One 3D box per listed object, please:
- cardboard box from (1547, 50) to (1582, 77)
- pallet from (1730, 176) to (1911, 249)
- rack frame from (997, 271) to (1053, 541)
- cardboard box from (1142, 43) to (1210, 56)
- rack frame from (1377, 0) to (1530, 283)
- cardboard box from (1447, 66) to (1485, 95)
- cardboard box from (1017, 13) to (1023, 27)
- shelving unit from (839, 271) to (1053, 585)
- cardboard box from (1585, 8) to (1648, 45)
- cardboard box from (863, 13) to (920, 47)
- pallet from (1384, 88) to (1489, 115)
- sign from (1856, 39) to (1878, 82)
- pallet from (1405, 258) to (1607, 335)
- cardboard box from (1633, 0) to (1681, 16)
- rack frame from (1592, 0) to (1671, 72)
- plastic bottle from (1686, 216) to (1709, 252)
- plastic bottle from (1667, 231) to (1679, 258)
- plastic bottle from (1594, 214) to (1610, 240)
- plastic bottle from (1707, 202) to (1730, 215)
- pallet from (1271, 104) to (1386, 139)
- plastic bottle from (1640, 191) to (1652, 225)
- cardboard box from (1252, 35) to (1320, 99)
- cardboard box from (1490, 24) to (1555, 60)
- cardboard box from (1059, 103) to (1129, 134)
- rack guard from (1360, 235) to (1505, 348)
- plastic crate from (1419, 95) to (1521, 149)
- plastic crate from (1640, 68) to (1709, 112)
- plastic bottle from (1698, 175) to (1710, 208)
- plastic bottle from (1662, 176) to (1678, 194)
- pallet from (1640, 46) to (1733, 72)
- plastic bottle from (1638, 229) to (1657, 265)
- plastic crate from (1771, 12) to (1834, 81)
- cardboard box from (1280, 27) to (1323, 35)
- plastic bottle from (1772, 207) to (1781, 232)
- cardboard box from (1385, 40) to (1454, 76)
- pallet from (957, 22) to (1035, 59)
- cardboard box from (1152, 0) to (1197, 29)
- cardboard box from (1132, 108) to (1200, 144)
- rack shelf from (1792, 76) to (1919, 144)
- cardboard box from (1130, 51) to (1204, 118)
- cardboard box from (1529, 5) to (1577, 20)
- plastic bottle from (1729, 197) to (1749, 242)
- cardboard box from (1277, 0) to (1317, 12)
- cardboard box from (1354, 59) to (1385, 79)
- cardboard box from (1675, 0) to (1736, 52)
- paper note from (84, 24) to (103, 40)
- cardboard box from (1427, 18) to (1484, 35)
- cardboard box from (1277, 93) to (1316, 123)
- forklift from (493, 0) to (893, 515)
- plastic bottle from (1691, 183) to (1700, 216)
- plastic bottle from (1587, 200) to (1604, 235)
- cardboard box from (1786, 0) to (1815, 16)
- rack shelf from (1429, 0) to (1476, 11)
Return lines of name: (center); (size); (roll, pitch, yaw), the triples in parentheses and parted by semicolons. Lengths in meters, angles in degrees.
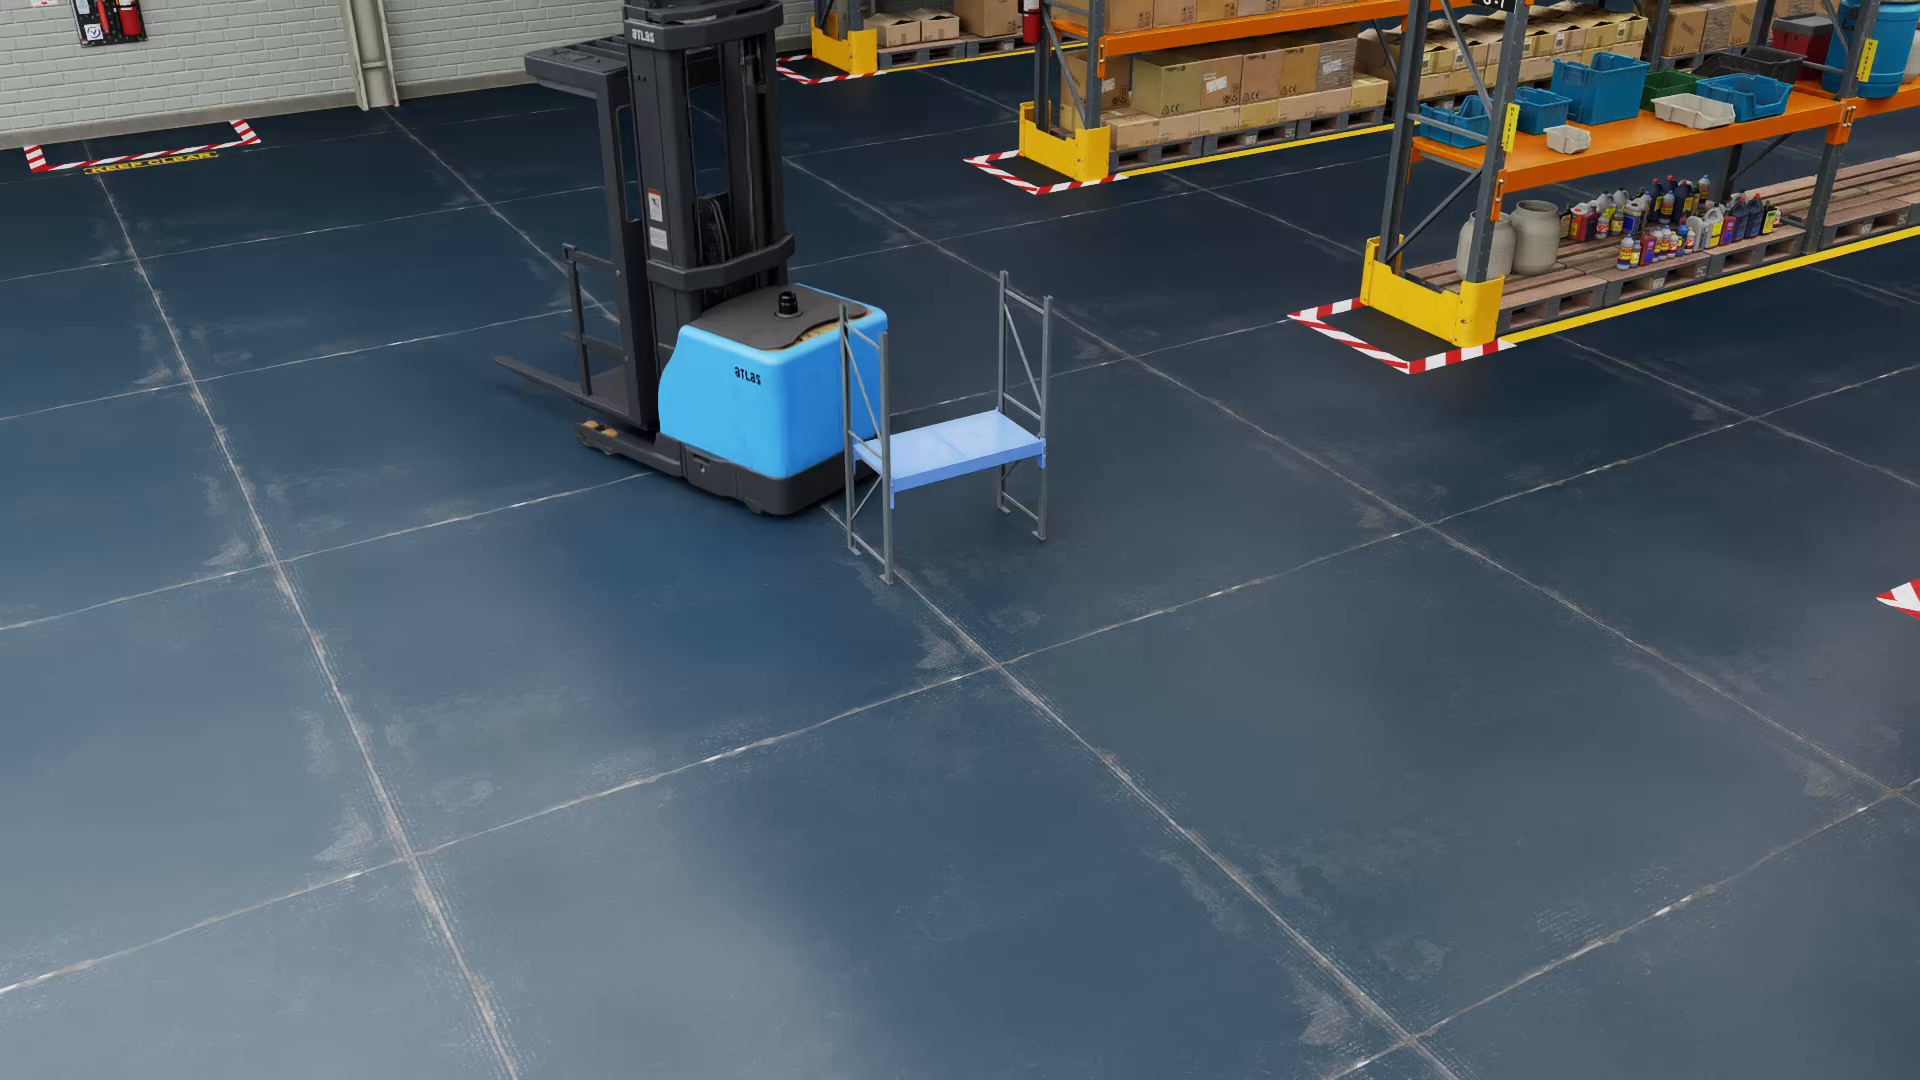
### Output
cardboard box: (6.728, -5.494, 19.013); (0.500, 0.250, 0.500); (-15, 32, -25)
pallet: (7.651, -2.938, 14.856); (1.213, 0.211, 1.003); (-16, 33, -26)
rack frame: (0.365, -0.760, 9.575); (0.032, 1.500, 0.500); (-16, 33, -26)
cardboard box: (2.205, -4.850, 17.070); (0.500, 0.500, 0.500); (-16, 33, -26)
rack frame: (3.545, -2.972, 12.030); (0.127, 3.000, 1.000); (-16, 33, -26)
cardboard box: (5.402, -5.115, 18.325); (0.500, 0.250, 0.500); (-15, 32, -25)
cardboard box: (0.585, -6.639, 21.171); (0.250, 0.149, 0.380); (-19, 34, -30)
shelving unit: (-0.074, -0.636, 9.350); (1.048, 1.500, 0.538); (-16, 33, -26)
cardboard box: (7.609, -5.989, 19.328); (0.500, 0.311, 0.500); (-15, 32, -25)
cardboard box: (-0.832, -6.246, 20.291); (0.500, 0.311, 0.500); (-20, 35, -32)
pallet: (5.103, -4.991, 18.575); (1.213, 0.211, 1.003); (-16, 33, -26)
sign: (7.263, -3.840, 13.317); (0.005, 0.325, 0.100); (-16, 33, -26)
pallet: (4.290, -1.986, 13.129); (1.213, 0.211, 1.003); (-16, 33, -26)
cardboard box: (8.623, -6.419, 20.409); (0.500, 0.500, 0.500); (-15, 32, -24)
rack frame: (7.936, -6.994, 19.319); (0.127, 3.000, 1.000); (-16, 33, -26)
plastic bottle: (5.998, -2.509, 13.555); (0.135, 0.276, 0.152); (-15, 32, -25)
plastic bottle: (5.733, -2.386, 13.409); (0.097, 0.201, 0.097); (0, 29, 0)
plastic bottle: (5.336, -2.608, 13.812); (0.097, 0.201, 0.097); (0, 29, 0)
plastic bottle: (6.322, -2.682, 13.868); (0.135, 0.276, 0.152); (-16, 33, -26)
pallet: (3.780, -4.617, 17.898); (1.213, 0.211, 1.003); (-16, 33, -26)
plastic bottle: (5.817, -2.826, 14.135); (0.097, 0.271, 0.097); (0, 29, 0)
cardboard box: (3.332, -4.877, 17.118); (0.500, 0.500, 0.500); (-16, 33, -26)
cardboard box: (6.295, -5.615, 18.651); (0.500, 0.311, 0.500); (-15, 32, -25)
cardboard box: (1.351, -4.270, 16.795); (0.500, 0.250, 0.500); (-16, 33, -26)
rack guard: (3.586, -1.915, 12.703); (0.348, 0.500, 1.175); (-16, 33, -26)
plastic crate: (3.825, -3.154, 12.514); (0.616, 0.251, 0.499); (-16, 33, -26)
plastic crate: (5.680, -3.643, 13.466); (0.662, 0.188, 0.450); (-16, 33, -26)
plastic bottle: (6.497, -3.053, 14.547); (0.097, 0.271, 0.097); (0, 29, 0)
plastic bottle: (6.087, -2.959, 14.293); (0.185, 0.351, 0.144); (-15, 32, -25)
pallet: (8.599, -5.940, 20.296); (1.213, 0.211, 1.003); (-16, 33, -26)
plastic bottle: (5.470, -2.337, 13.236); (0.133, 0.283, 0.061); (-15, 32, -26)
plastic crate: (7.256, -4.225, 14.235); (0.583, 0.464, 0.402); (-16, 33, -26)
cardboard box: (3.502, -5.215, 17.730); (0.500, 0.500, 0.500); (-16, 33, -26)
plastic bottle: (6.839, -2.700, 13.978); (0.097, 0.201, 0.097); (0, 29, 0)
cardboard box: (4.970, -5.238, 17.968); (0.500, 0.311, 0.500); (-16, 33, -26)
pallet: (0.360, -6.377, 21.087); (1.213, 0.211, 1.003); (-16, 33, -26)
cardboard box: (1.898, -5.319, 16.181); (0.500, 0.500, 0.700); (-15, 32, -25)
cardboard box: (2.043, -4.178, 16.628); (0.500, 0.250, 0.500); (-16, 33, -26)
rack shelf: (8.718, -4.125, 14.865); (4.000, 0.370, 1.077); (-16, 33, -26)
cardboard box: (2.044, -4.506, 16.446); (0.500, 0.500, 0.500); (-16, 33, -26)
cardboard box: (6.887, -6.082, 19.497); (0.500, 0.311, 0.500); (-17, 33, -28)
plastic bottle: (6.419, -2.659, 13.750); (0.185, 0.351, 0.144); (-18, 33, -29)
cardboard box: (3.222, -5.695, 16.861); (0.500, 0.500, 0.700); (-15, 32, -26)
cardboard box: (4.698, -5.217, 18.511); (0.500, 0.250, 0.500); (-16, 33, -27)
cardboard box: (8.922, -6.215, 20.040); (0.500, 0.500, 0.500); (-17, 33, -28)
paper note: (-8.820, -5.172, 16.930); (0.142, 0.148, 0.016); (-16, 33, -26)
cardboard box: (5.568, -5.710, 18.823); (0.500, 0.311, 0.500); (-16, 33, -26)
cardboard box: (3.338, -4.544, 17.290); (0.500, 0.250, 0.500); (-16, 33, -26)
forklift: (-1.880, -2.008, 10.356); (3.031, 2.935, 1.130); (22, 36, 34)
plastic bottle: (6.286, -2.924, 14.300); (0.133, 0.283, 0.061); (-16, 33, -26)
plastic bottle: (5.257, -2.688, 13.880); (0.135, 0.276, 0.152); (-17, 33, -28)
cardboard box: (10.241, -6.591, 20.721); (0.500, 0.500, 0.500); (-15, 32, -26)
rack shelf: (6.212, -6.190, 18.606); (4.000, 0.370, 1.077); (-16, 33, -26)
